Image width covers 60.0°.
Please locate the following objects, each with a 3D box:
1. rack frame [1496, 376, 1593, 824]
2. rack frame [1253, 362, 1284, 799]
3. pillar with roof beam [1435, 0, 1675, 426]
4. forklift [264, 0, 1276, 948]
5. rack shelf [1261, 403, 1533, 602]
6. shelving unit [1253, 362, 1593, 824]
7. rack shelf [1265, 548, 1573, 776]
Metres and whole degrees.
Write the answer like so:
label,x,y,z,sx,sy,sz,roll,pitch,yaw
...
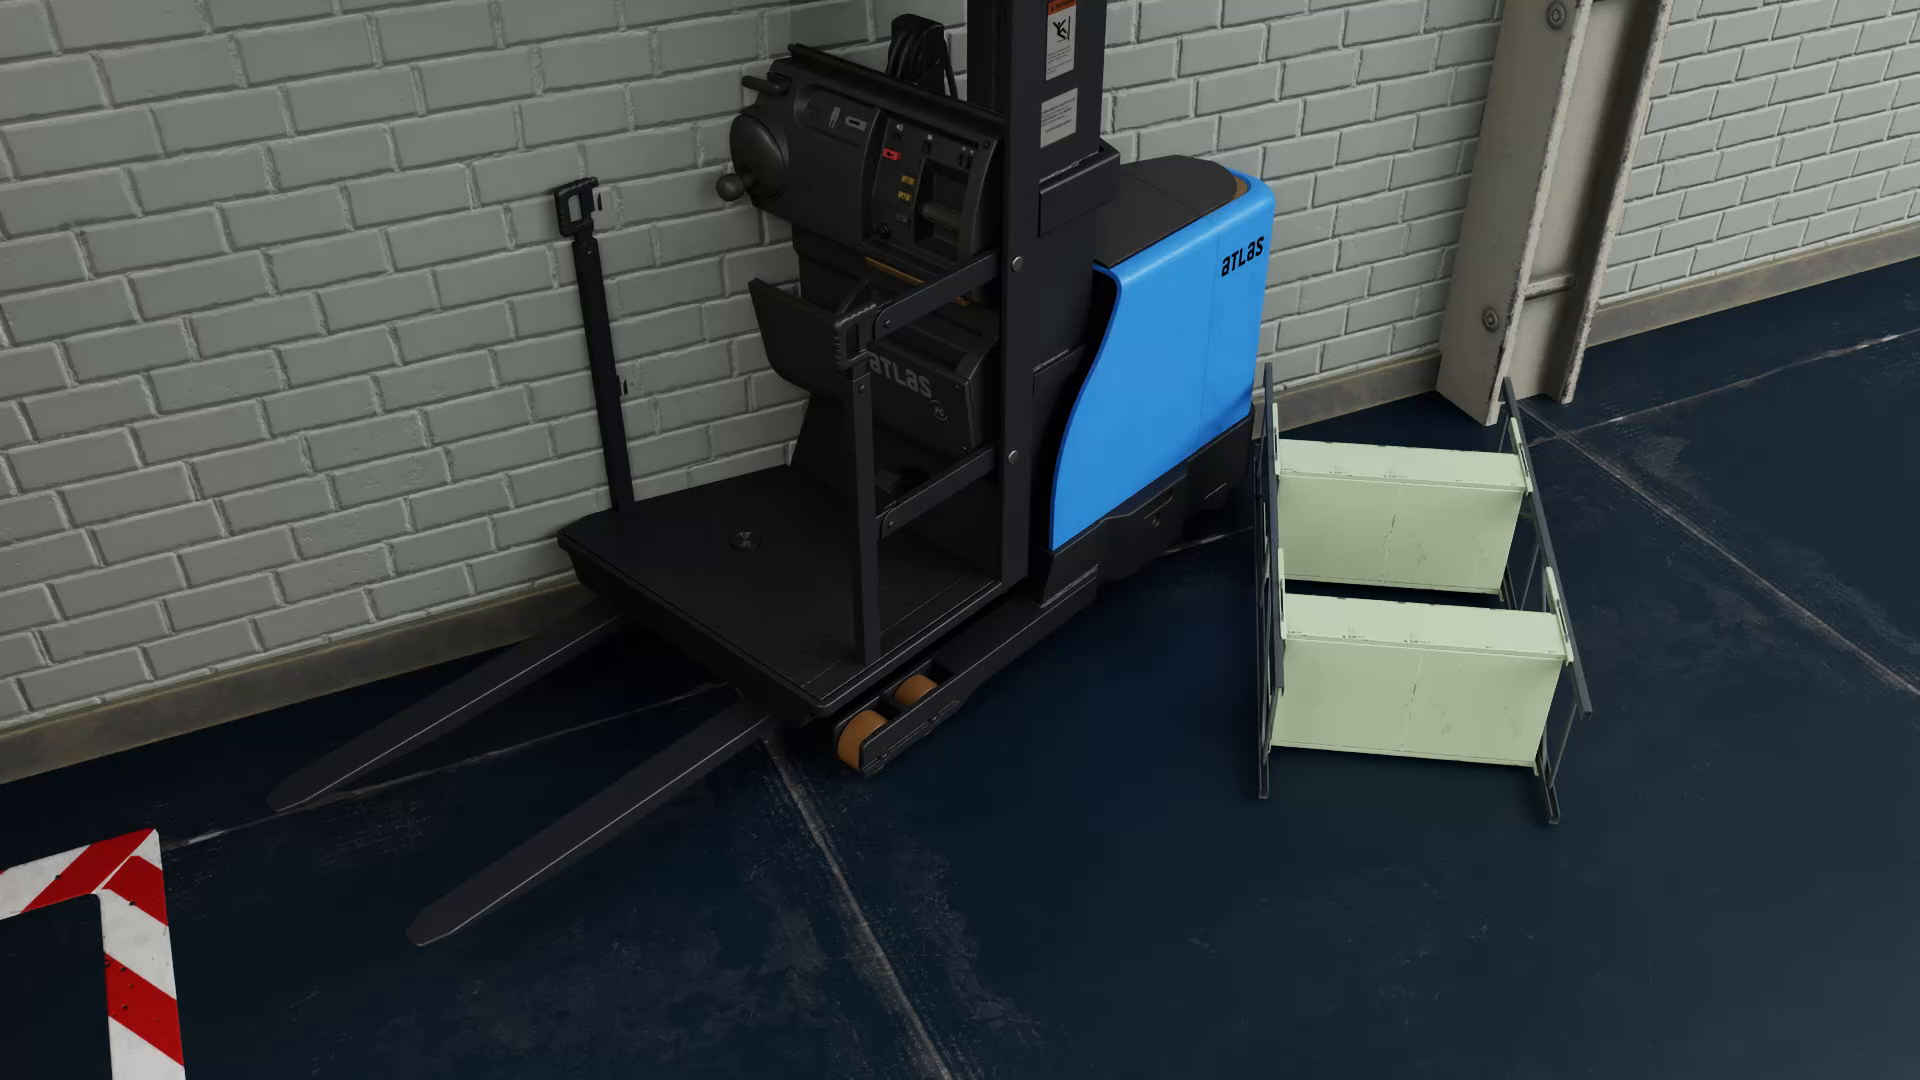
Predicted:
label,x,y,z,sx,sy,sz,roll,pitch,yaw
rack frame,1.607,0.109,4.707,0.023,0.400,1.500,4,38,6
rack frame,0.881,0.057,4.784,0.023,0.400,1.500,4,38,6
pillar with roof beam,3.769,-1.821,0.152,0.400,9.000,9.100,-16,39,-20
forklift,-0.422,-0.901,4.004,1.130,2.935,3.031,28,45,33
rack shelf,1.285,-0.117,5.000,0.720,0.431,0.370,4,38,6
shelving unit,1.244,0.083,4.746,0.755,0.431,1.500,4,38,6
rack shelf,1.195,0.322,4.441,0.720,0.431,0.370,4,38,6
